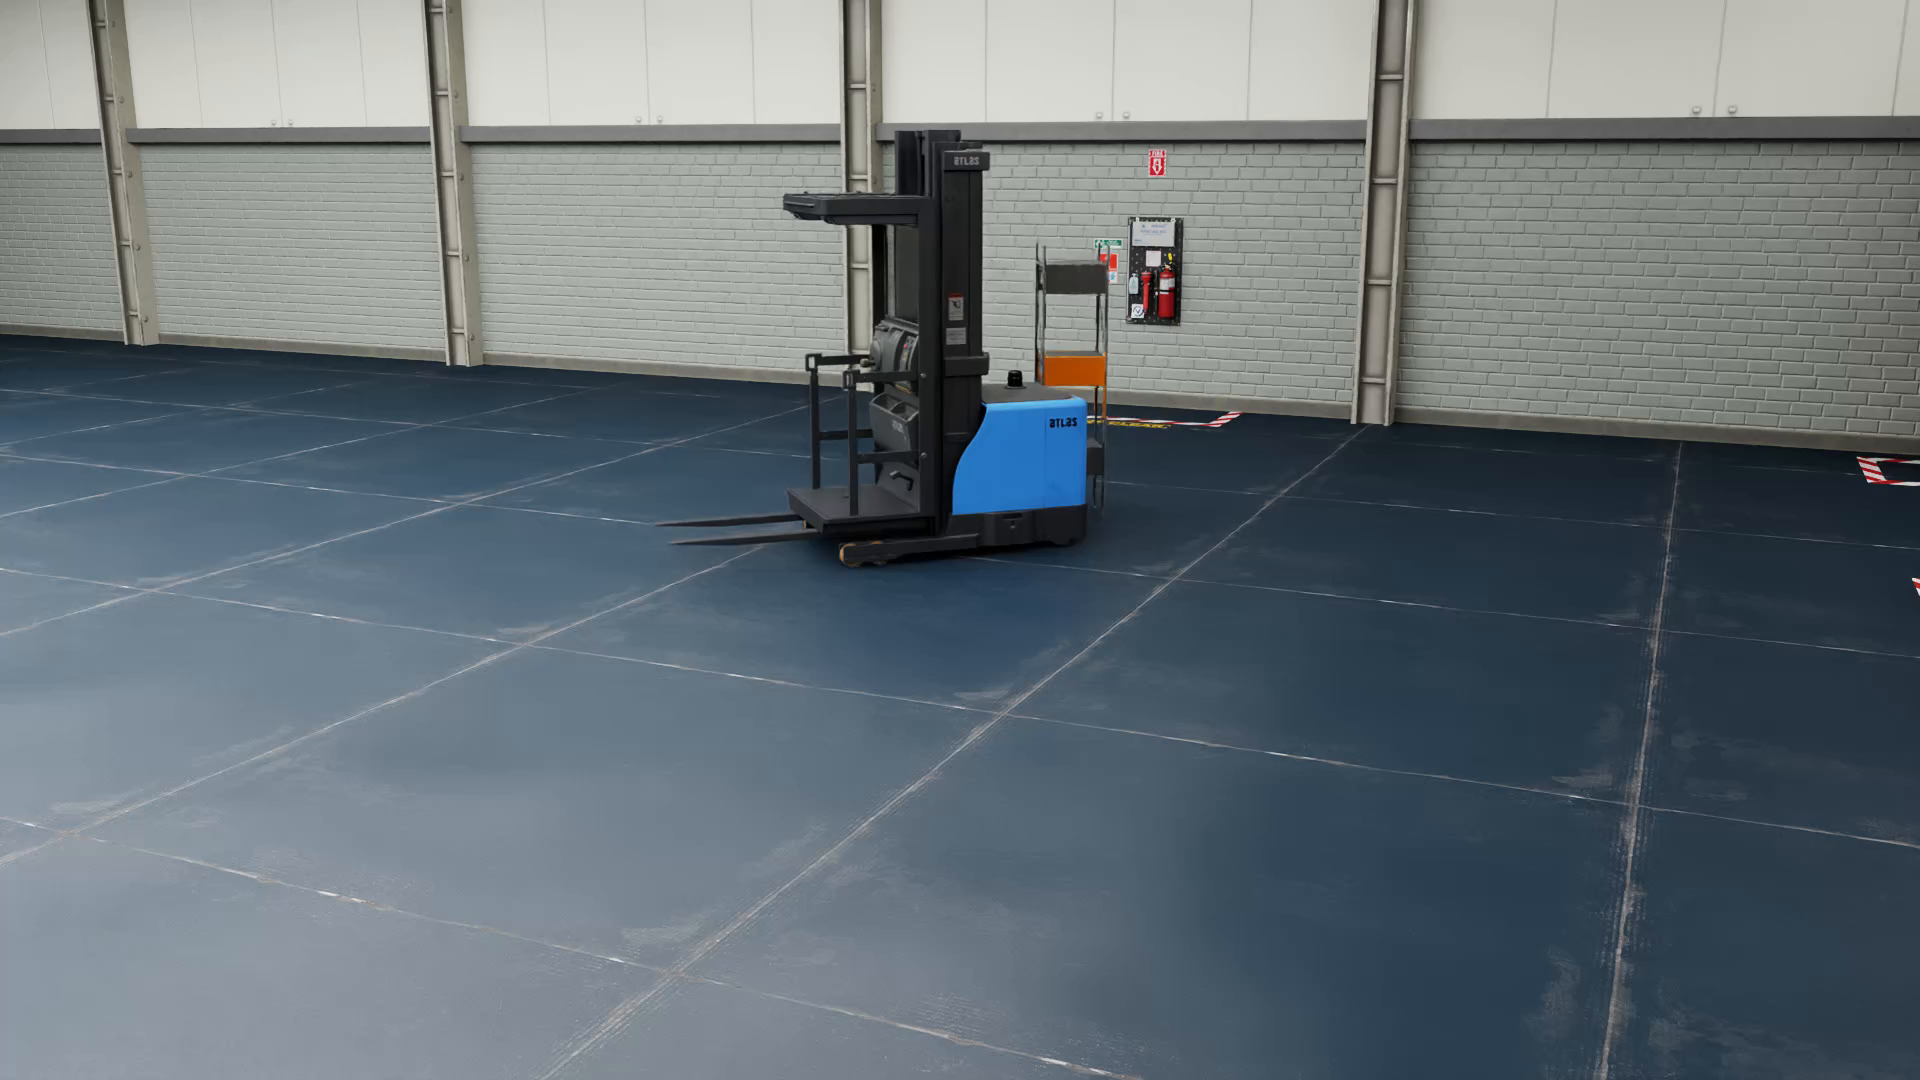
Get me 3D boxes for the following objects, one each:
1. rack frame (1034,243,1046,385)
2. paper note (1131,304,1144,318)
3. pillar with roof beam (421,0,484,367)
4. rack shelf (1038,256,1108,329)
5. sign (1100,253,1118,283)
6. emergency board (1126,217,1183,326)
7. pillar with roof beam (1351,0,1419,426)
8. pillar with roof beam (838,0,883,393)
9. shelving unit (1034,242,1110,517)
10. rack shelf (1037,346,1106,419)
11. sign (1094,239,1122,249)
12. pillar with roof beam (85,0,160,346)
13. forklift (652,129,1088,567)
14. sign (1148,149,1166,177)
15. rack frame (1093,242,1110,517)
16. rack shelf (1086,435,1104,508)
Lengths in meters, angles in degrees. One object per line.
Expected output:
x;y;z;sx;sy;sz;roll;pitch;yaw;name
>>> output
0.615;-1.234;12.917;0.015;2.100;0.400;-1;13;-6;rack frame
1.972;-2.539;18.438;0.142;0.148;0.016;6;14;23;paper note
-8.365;-5.832;17.412;0.400;9.000;9.100;6;14;23;pillar with roof beam
0.858;-1.908;12.786;0.480;0.518;0.431;-1;13;-6;rack shelf
1.642;-3.027;18.512;0.234;0.329;0.001;6;14;23;sign
2.106;-2.937;18.206;0.643;1.169;0.194;6;14;23;emergency board
2.606;-4.722;12.680;0.400;9.000;9.100;6;14;23;pillar with roof beam
-2.880;-5.277;15.046;0.400;9.000;9.100;6;14;23;pillar with roof beam
0.858;-1.240;12.942;0.503;2.100;0.431;-1;13;-6;shelving unit
0.858;-1.227;12.946;0.480;0.518;0.431;-1;13;-6;rack shelf
1.643;-3.283;18.441;0.331;0.109;0.001;6;14;23;sign
-13.851;-6.388;19.778;0.400;9.000;9.100;6;14;23;pillar with roof beam
-0.648;-1.374;11.694;3.031;2.935;1.130;-5;14;-19;forklift
2.139;-4.087;18.033;0.199;0.298;0.001;6;14;23;sign
1.100;-1.246;12.968;0.015;2.100;0.400;-1;13;-6;rack frame
0.858;-0.545;13.105;0.480;0.518;0.431;-1;13;-6;rack shelf
